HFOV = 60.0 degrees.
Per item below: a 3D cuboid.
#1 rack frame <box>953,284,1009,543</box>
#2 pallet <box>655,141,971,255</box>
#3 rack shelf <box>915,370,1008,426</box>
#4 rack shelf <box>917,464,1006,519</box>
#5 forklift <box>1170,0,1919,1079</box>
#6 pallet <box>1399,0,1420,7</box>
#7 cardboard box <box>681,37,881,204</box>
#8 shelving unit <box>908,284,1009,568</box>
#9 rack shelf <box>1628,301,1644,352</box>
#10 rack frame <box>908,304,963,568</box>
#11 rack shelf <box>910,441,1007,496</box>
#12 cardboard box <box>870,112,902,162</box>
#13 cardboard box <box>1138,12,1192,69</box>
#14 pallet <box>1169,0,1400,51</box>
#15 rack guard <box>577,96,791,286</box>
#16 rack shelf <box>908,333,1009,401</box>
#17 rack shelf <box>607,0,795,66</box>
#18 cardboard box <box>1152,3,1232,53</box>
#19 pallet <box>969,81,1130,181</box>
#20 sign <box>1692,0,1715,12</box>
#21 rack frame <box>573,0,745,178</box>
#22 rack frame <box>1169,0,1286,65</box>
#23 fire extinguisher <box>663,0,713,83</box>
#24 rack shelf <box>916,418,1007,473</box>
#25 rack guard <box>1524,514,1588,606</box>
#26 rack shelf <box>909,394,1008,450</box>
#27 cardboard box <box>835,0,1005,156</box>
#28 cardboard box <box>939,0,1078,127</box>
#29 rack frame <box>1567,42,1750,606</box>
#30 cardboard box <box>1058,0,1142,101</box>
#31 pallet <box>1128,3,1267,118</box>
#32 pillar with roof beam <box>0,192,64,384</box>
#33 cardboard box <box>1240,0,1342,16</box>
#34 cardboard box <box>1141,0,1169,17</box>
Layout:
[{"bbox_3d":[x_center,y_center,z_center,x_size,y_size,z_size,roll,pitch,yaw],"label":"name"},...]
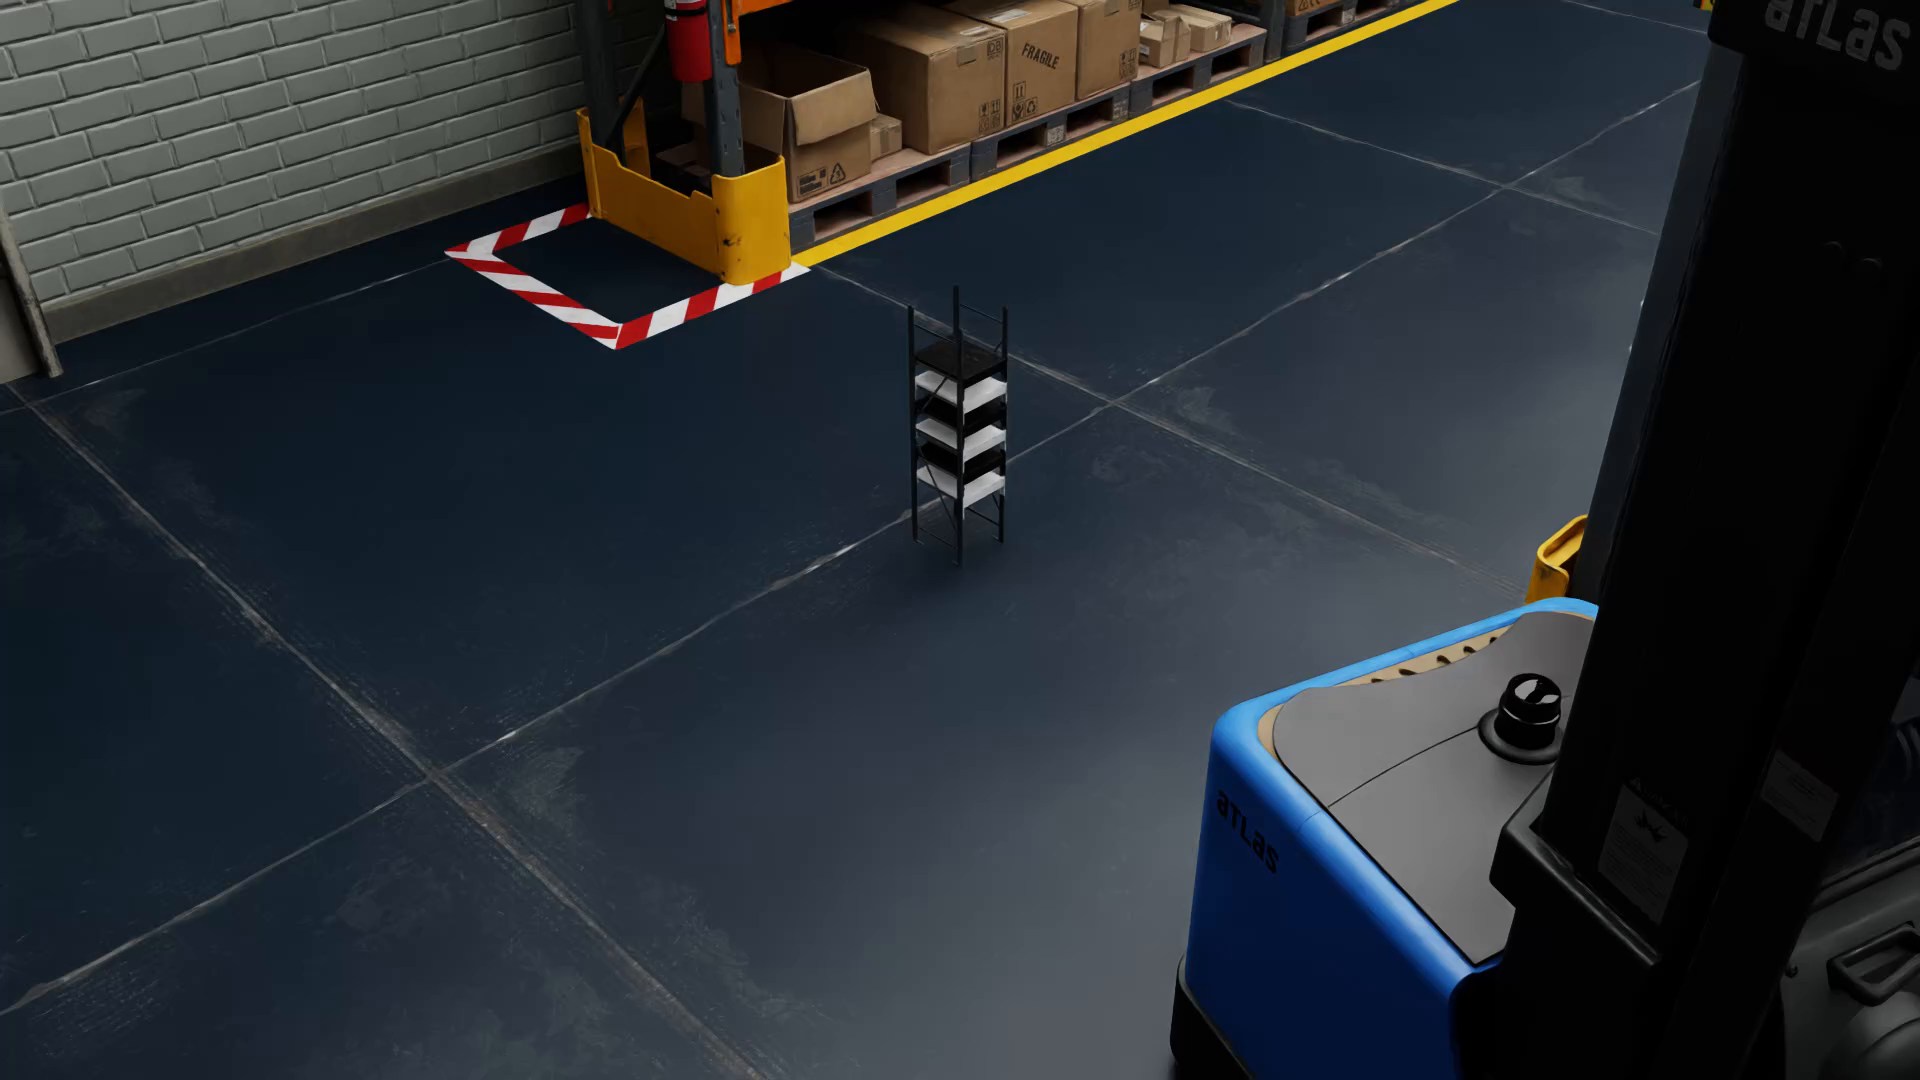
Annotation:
[{"bbox_3d":[0.066,-0.407,5.547,0.240,0.900,0.006,30,45,35],"label":"rack frame"},{"bbox_3d":[-0.713,-1.827,8.185,1.003,0.211,1.213,30,45,35],"label":"pallet"},{"bbox_3d":[-0.006,-0.486,5.404,0.258,0.077,0.200,30,45,35],"label":"rack shelf"},{"bbox_3d":[-0.006,-0.191,5.610,0.258,0.077,0.200,30,45,35],"label":"rack shelf"},{"bbox_3d":[1.595,0.663,2.237,1.130,2.935,3.031,-16,38,-21],"label":"forklift"},{"bbox_3d":[2.897,-3.939,11.214,1.003,0.211,1.213,30,45,35],"label":"pallet"},{"bbox_3d":[-0.829,-1.974,7.774,0.797,0.503,0.637,28,43,34],"label":"cardboard box"},{"bbox_3d":[-0.006,-0.366,5.488,0.258,0.900,0.210,30,45,35],"label":"shelving unit"},{"bbox_3d":[3.607,-1.134,5.382,1.077,0.370,4.000,30,45,35],"label":"rack shelf"},{"bbox_3d":[-0.077,-0.325,5.429,0.240,0.900,0.006,30,45,35],"label":"rack frame"},{"bbox_3d":[-0.006,-0.265,5.558,0.258,0.077,0.200,30,45,35],"label":"rack shelf"},{"bbox_3d":[-0.502,-1.986,8.100,0.380,0.149,0.250,28,43,34],"label":"cardboard box"},{"bbox_3d":[1.055,-2.801,9.167,0.258,0.266,0.396,-28,44,-34],"label":"cardboard box"},{"bbox_3d":[2.037,-3.441,10.500,1.003,0.211,1.213,30,45,35],"label":"pallet"},{"bbox_3d":[-1.274,-1.622,7.638,1.175,0.500,0.348,30,45,35],"label":"rack guard"},{"bbox_3d":[-0.006,-0.560,5.352,0.258,0.077,0.200,30,45,35],"label":"rack shelf"},{"bbox_3d":[0.082,-3.133,8.249,1.077,0.370,4.000,30,45,35],"label":"rack shelf"},{"bbox_3d":[1.307,-2.898,9.409,0.380,0.149,0.250,28,44,34],"label":"cardboard box"},{"bbox_3d":[0.147,-2.320,8.892,1.003,0.211,1.213,30,45,35],"label":"pallet"},{"bbox_3d":[1.823,-1.413,3.935,0.100,0.325,0.005,30,45,35],"label":"sign"},{"bbox_3d":[-1.327,-2.616,6.879,1.000,3.000,0.127,30,45,35],"label":"rack frame"},{"bbox_3d":[1.491,-4.240,9.207,1.000,3.000,0.127,30,45,35],"label":"rack frame"},{"bbox_3d":[-1.103,-2.185,6.655,0.296,0.674,0.183,30,45,35],"label":"fire extinguisher"},{"bbox_3d":[-0.006,-0.338,5.507,0.258,0.077,0.200,30,45,35],"label":"rack shelf"},{"bbox_3d":[2.181,0.418,4.714,1.175,0.500,0.348,30,45,35],"label":"rack guard"},{"bbox_3d":[-0.006,-0.412,5.455,0.258,0.077,0.200,30,45,35],"label":"rack shelf"},{"bbox_3d":[-0.199,-2.304,8.250,0.500,0.500,0.700,-28,44,-34],"label":"cardboard box"},{"bbox_3d":[0.244,-2.479,8.500,0.500,0.500,0.500,-29,44,-35],"label":"cardboard box"},{"bbox_3d":[2.198,-0.617,4.013,1.000,3.000,0.127,30,45,35],"label":"rack frame"},{"bbox_3d":[0.532,-2.726,8.854,0.700,0.500,0.500,28,43,34],"label":"cardboard box"},{"bbox_3d":[1.007,-2.818,9.606,1.003,0.211,1.213,30,45,35],"label":"pallet"},{"bbox_3d":[-0.811,-2.610,1.626,9.100,9.000,0.400,30,45,35],"label":"pillar with roof beam"},{"bbox_3d":[1.992,-3.492,9.954,0.500,0.500,0.500,-28,43,-34],"label":"cardboard box"},{"bbox_3d":[0.858,-3.136,9.608,0.500,0.311,0.500,-28,44,-34],"label":"cardboard box"}]
